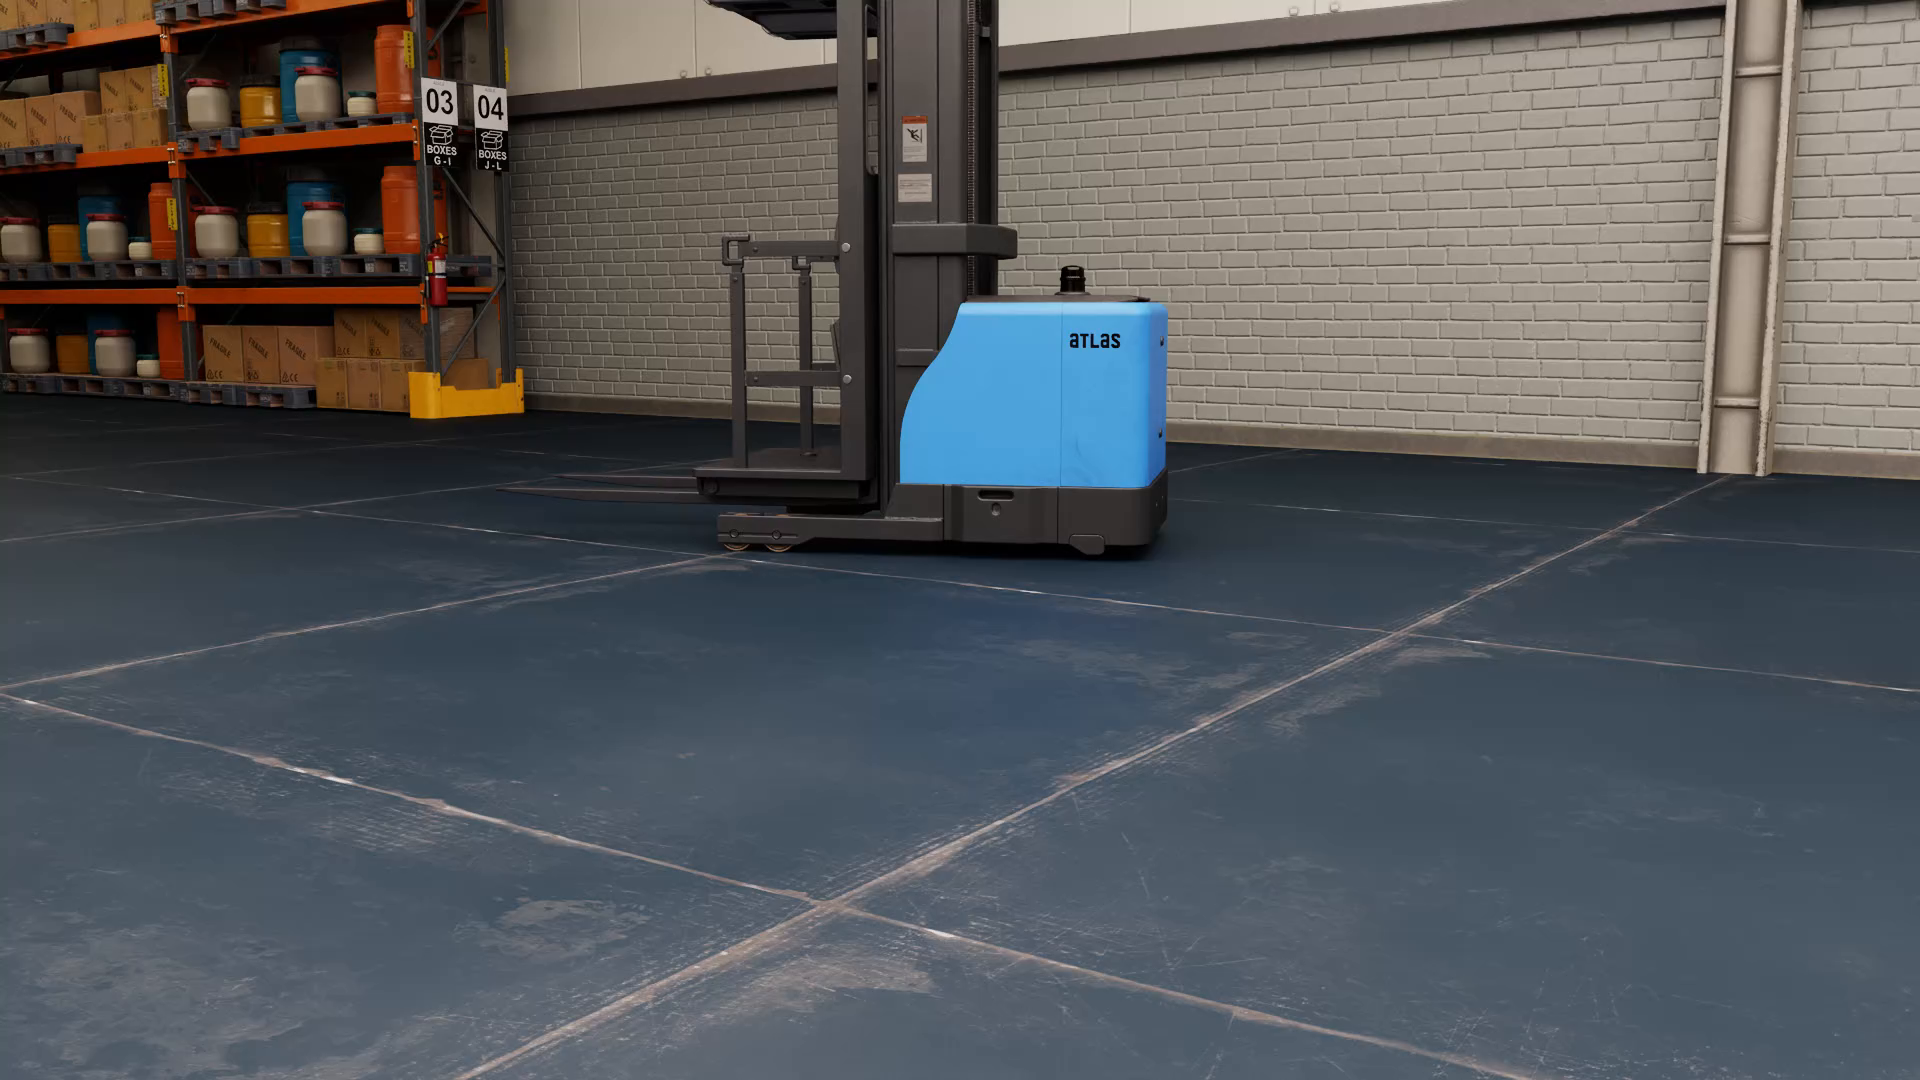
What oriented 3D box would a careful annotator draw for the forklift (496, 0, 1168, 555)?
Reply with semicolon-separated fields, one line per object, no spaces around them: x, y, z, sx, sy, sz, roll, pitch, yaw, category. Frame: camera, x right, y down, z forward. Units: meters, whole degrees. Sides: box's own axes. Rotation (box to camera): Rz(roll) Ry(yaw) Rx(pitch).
-0.596;-1.469;7.520;3.031;2.935;1.130;2;8;12;forklift
